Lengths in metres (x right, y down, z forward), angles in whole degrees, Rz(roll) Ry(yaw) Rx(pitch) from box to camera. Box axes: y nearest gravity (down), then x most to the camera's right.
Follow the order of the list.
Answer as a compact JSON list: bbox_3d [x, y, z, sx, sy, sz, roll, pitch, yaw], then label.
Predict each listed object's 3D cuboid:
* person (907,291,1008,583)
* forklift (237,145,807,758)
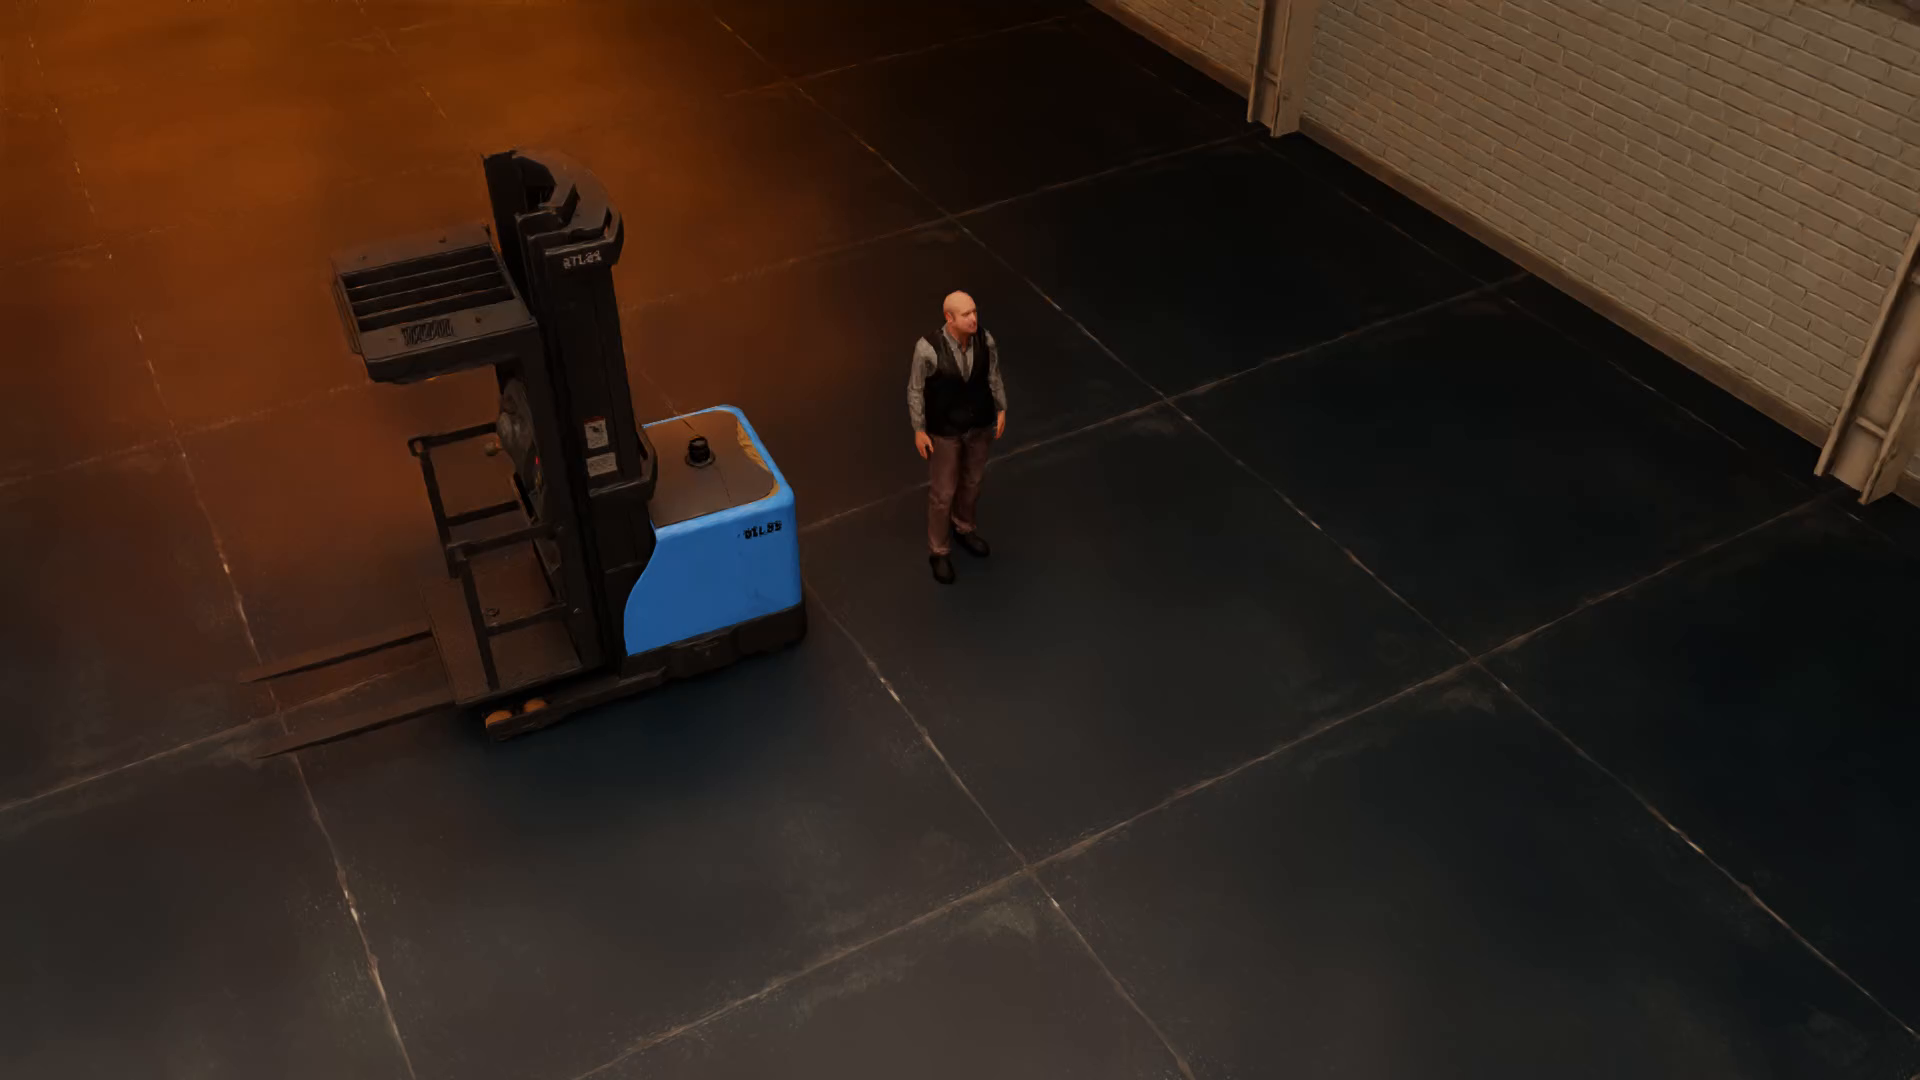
[{"bbox_3d":[0.024,-0.631,9.733,0.632,1.720,0.567,-20,44,-23],"label":"person"},{"bbox_3d":[-2.441,-0.429,8.553,3.031,2.935,1.130,-17,42,-19],"label":"forklift"}]
